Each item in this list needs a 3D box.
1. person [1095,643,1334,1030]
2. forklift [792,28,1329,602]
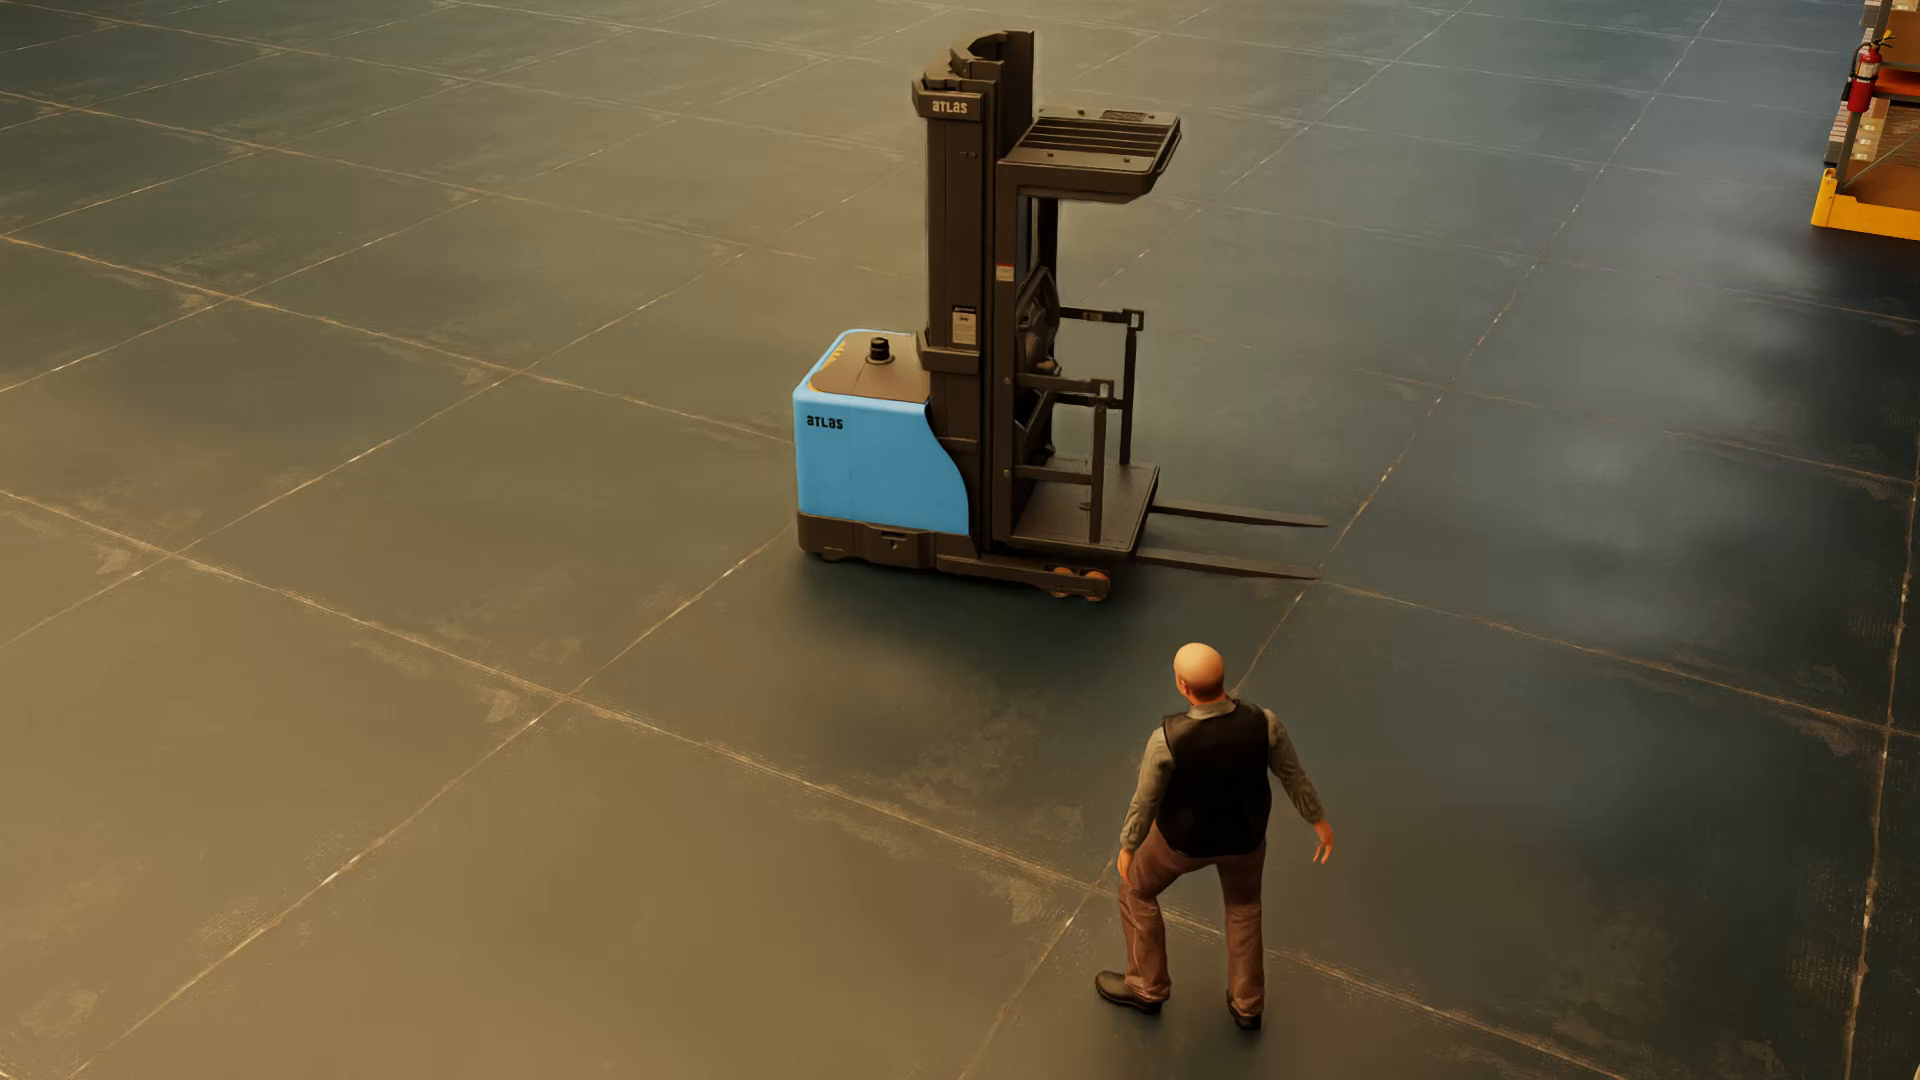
[{"bbox_3d":[0.994,1.159,6.390,0.873,1.689,0.483,-2,30,-3],"label":"person"},{"bbox_3d":[0.616,-1.216,9.178,3.031,2.935,1.130,7,31,13],"label":"forklift"}]
